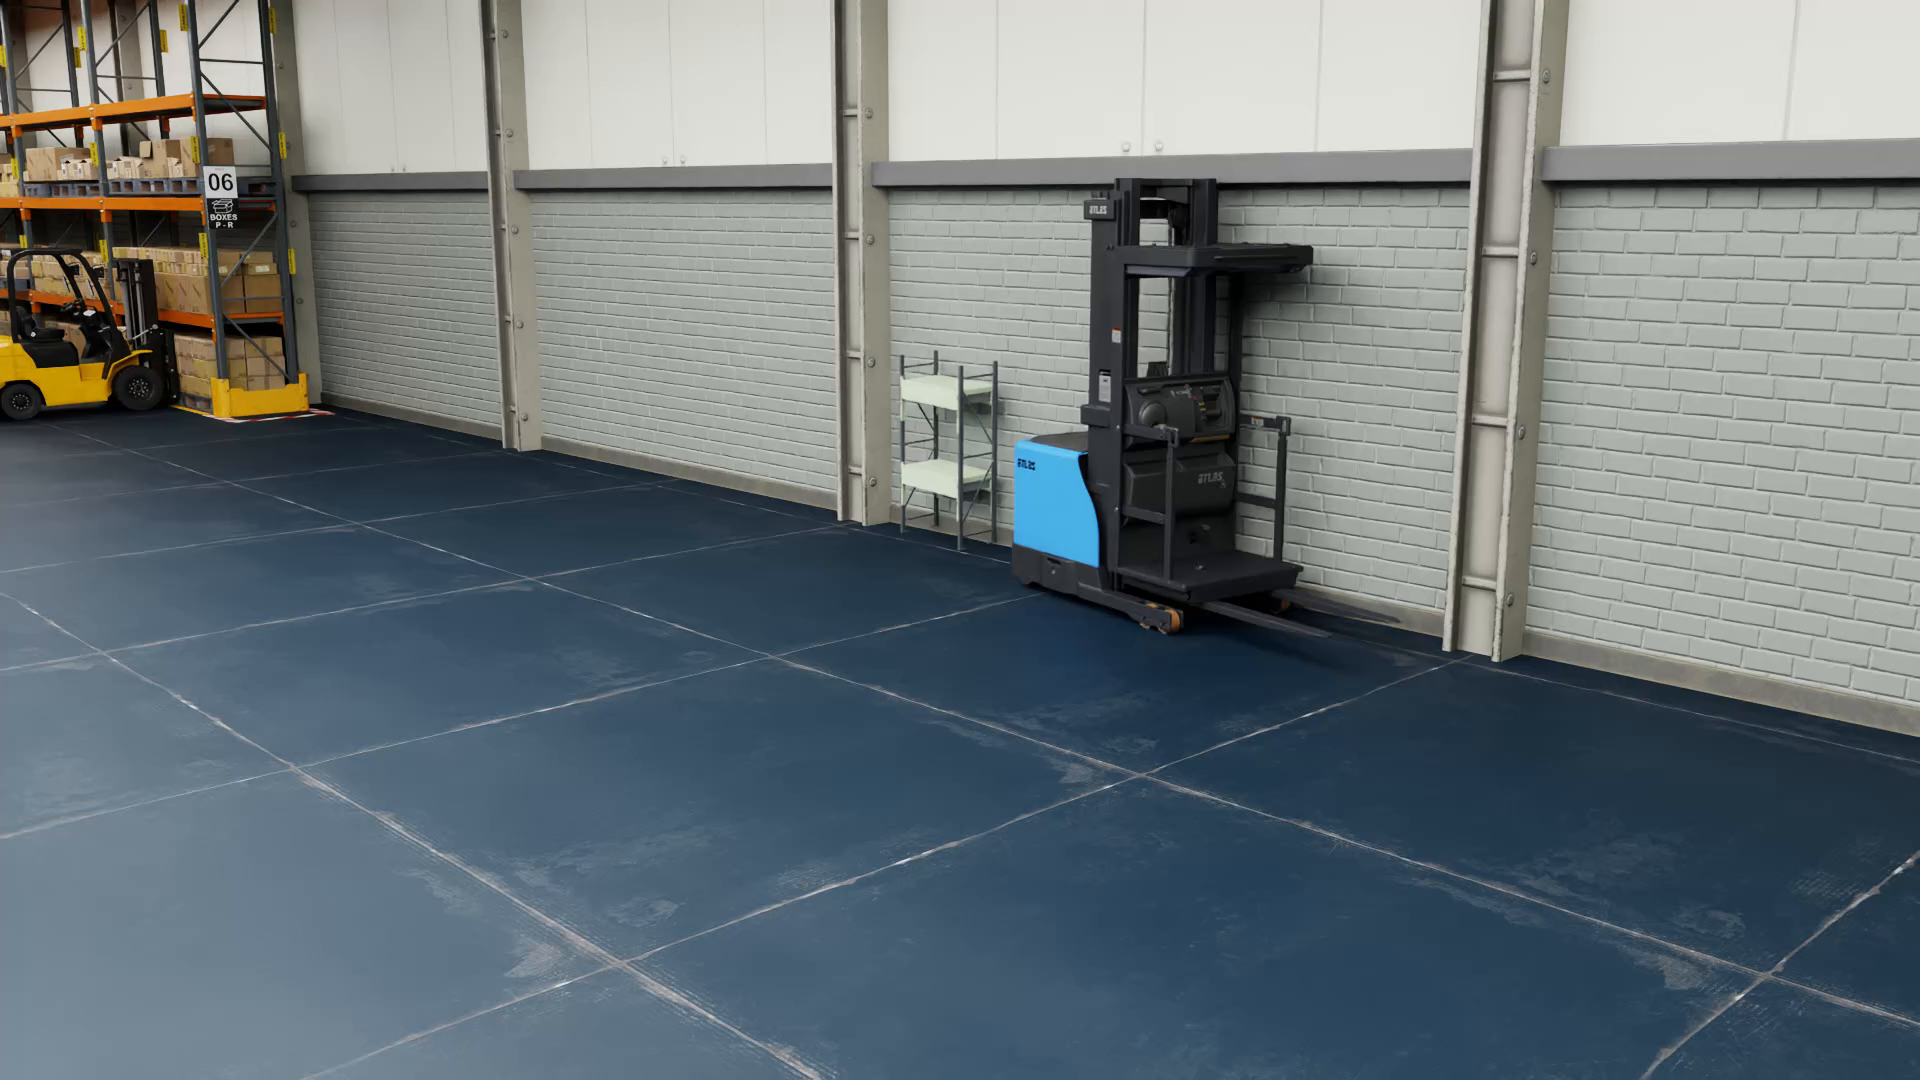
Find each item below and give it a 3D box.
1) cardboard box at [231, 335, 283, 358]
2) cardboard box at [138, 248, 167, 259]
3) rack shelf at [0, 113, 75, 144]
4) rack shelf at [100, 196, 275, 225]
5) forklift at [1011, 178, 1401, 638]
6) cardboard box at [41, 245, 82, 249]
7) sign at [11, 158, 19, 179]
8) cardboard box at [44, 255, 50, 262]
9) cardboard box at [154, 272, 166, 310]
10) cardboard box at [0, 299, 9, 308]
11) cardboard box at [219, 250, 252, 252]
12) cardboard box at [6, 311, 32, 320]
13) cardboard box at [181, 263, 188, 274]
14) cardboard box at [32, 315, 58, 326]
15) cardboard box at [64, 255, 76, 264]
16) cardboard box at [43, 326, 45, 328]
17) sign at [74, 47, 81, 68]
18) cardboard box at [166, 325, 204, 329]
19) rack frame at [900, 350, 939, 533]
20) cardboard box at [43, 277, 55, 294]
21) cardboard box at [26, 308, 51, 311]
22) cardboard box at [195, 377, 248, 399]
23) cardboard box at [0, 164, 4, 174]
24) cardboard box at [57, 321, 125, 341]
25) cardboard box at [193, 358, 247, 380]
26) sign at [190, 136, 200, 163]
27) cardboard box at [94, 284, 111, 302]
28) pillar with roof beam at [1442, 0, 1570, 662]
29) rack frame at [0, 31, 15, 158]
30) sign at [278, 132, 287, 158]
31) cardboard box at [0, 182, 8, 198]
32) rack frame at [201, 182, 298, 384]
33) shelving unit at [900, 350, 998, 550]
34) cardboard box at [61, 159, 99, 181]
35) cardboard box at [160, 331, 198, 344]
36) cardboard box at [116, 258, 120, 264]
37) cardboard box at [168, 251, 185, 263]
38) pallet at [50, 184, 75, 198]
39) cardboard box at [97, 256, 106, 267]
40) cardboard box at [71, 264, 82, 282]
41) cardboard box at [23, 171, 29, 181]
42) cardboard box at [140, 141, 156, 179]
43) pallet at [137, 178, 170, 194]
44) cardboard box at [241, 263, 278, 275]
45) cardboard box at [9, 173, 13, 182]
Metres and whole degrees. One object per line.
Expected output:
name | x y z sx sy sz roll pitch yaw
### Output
cardboard box | -9.497 -2.611 22.445 0.500 0.250 0.500 -11 16 -43
cardboard box | -11.328 -4.026 23.428 0.380 0.149 0.250 -11 16 -43
rack shelf | -16.208 -7.015 28.434 1.077 0.370 4.000 -11 16 -43
rack shelf | -10.683 -4.574 23.029 1.077 0.370 4.000 -11 16 -43
forklift | 1.624 -0.926 11.140 1.130 2.935 3.031 -8 14 -33
cardboard box | -15.069 -4.685 27.927 0.500 0.500 0.500 -10 15 -40
sign | -15.220 -5.980 26.789 0.100 0.325 0.005 -11 16 -43
cardboard box | -14.438 -4.539 26.656 0.380 0.149 0.250 -10 16 -41
cardboard box | -10.893 -3.473 23.088 0.500 0.500 0.500 -11 16 -42
cardboard box | -17.320 -4.241 29.871 0.250 0.149 0.380 11 16 42
cardboard box | -9.888 -3.874 22.690 0.380 0.149 0.250 -11 16 -42
cardboard box | -16.379 -3.909 28.999 0.380 0.149 0.250 -11 16 -42
cardboard box | -10.240 -3.661 22.392 0.380 0.149 0.250 -11 16 -43
cardboard box | -15.351 -3.669 27.832 0.250 0.149 0.380 11 16 42
cardboard box | -13.604 -4.345 25.713 0.250 0.149 0.380 11 16 44
cardboard box | -15.274 -3.346 27.873 0.500 0.500 0.500 -10 15 -41
sign | -14.428 -7.884 27.172 0.100 0.325 0.005 -11 16 -43
cardboard box | -11.224 -2.981 24.243 0.500 0.250 0.500 -11 16 -43
rack frame | -0.339 -0.820 13.899 0.400 1.500 0.023 -13 20 -39
cardboard box | -14.353 -4.087 26.685 0.500 0.250 0.500 -11 16 -44
cardboard box | -16.419 -4.049 29.677 0.380 0.149 0.250 -10 16 -41
cardboard box | -9.855 -2.049 22.196 0.500 0.250 0.500 -11 16 -42
cardboard box | -15.998 -6.231 27.937 0.380 0.149 0.250 -11 16 -44
cardboard box | -13.949 -3.188 26.798 0.875 0.625 0.625 -10 15 -41
cardboard box | -9.864 -2.297 22.160 0.500 0.250 0.500 -11 16 -43
sign | -9.704 -4.956 21.101 0.100 0.325 0.005 -11 16 -43
cardboard box | -12.601 -3.713 24.871 0.500 0.250 0.500 -10 16 -41
pillar with roof beam | 0.186 -3.104 6.677 9.100 9.000 0.400 -11 16 -43
rack frame | -17.589 -7.855 29.737 1.000 3.000 0.127 -11 16 -43
sign | -8.896 -5.178 21.815 0.100 0.325 0.005 -11 16 -43
cardboard box | -15.704 -5.843 27.777 0.500 0.250 0.500 -11 16 -42
rack frame | -9.302 -3.165 21.842 1.000 3.000 0.127 -11 16 -43
shelving unit | -0.098 -0.748 13.633 0.431 1.500 0.755 -13 20 -39
cardboard box | -13.270 -5.613 25.221 0.500 0.311 0.500 11 16 43
cardboard box | -10.903 -2.759 23.164 0.500 0.250 0.500 -11 16 -44
cardboard box | -12.034 -4.033 24.197 0.380 0.149 0.250 -11 16 -43
cardboard box | -10.473 -3.836 22.505 0.380 0.149 0.250 -10 16 -41
pallet | -13.519 -5.460 26.015 1.003 0.211 1.213 -10 15 -40
cardboard box | -12.652 -4.170 24.863 0.380 0.149 0.250 -11 16 -43
cardboard box | -13.298 -4.106 25.541 0.500 0.250 0.500 -10 16 -41
cardboard box | -14.805 -5.849 26.725 0.380 0.166 0.250 -11 16 -43
cardboard box | -10.795 -5.225 22.859 0.797 0.503 0.637 -10 15 -41
pallet | -10.618 -4.876 22.931 1.003 0.211 1.213 -11 16 -43
cardboard box | -9.349 -3.618 22.182 0.250 0.149 0.380 11 16 44
cardboard box | -15.573 -6.025 27.670 0.380 0.149 0.250 -10 16 -41
